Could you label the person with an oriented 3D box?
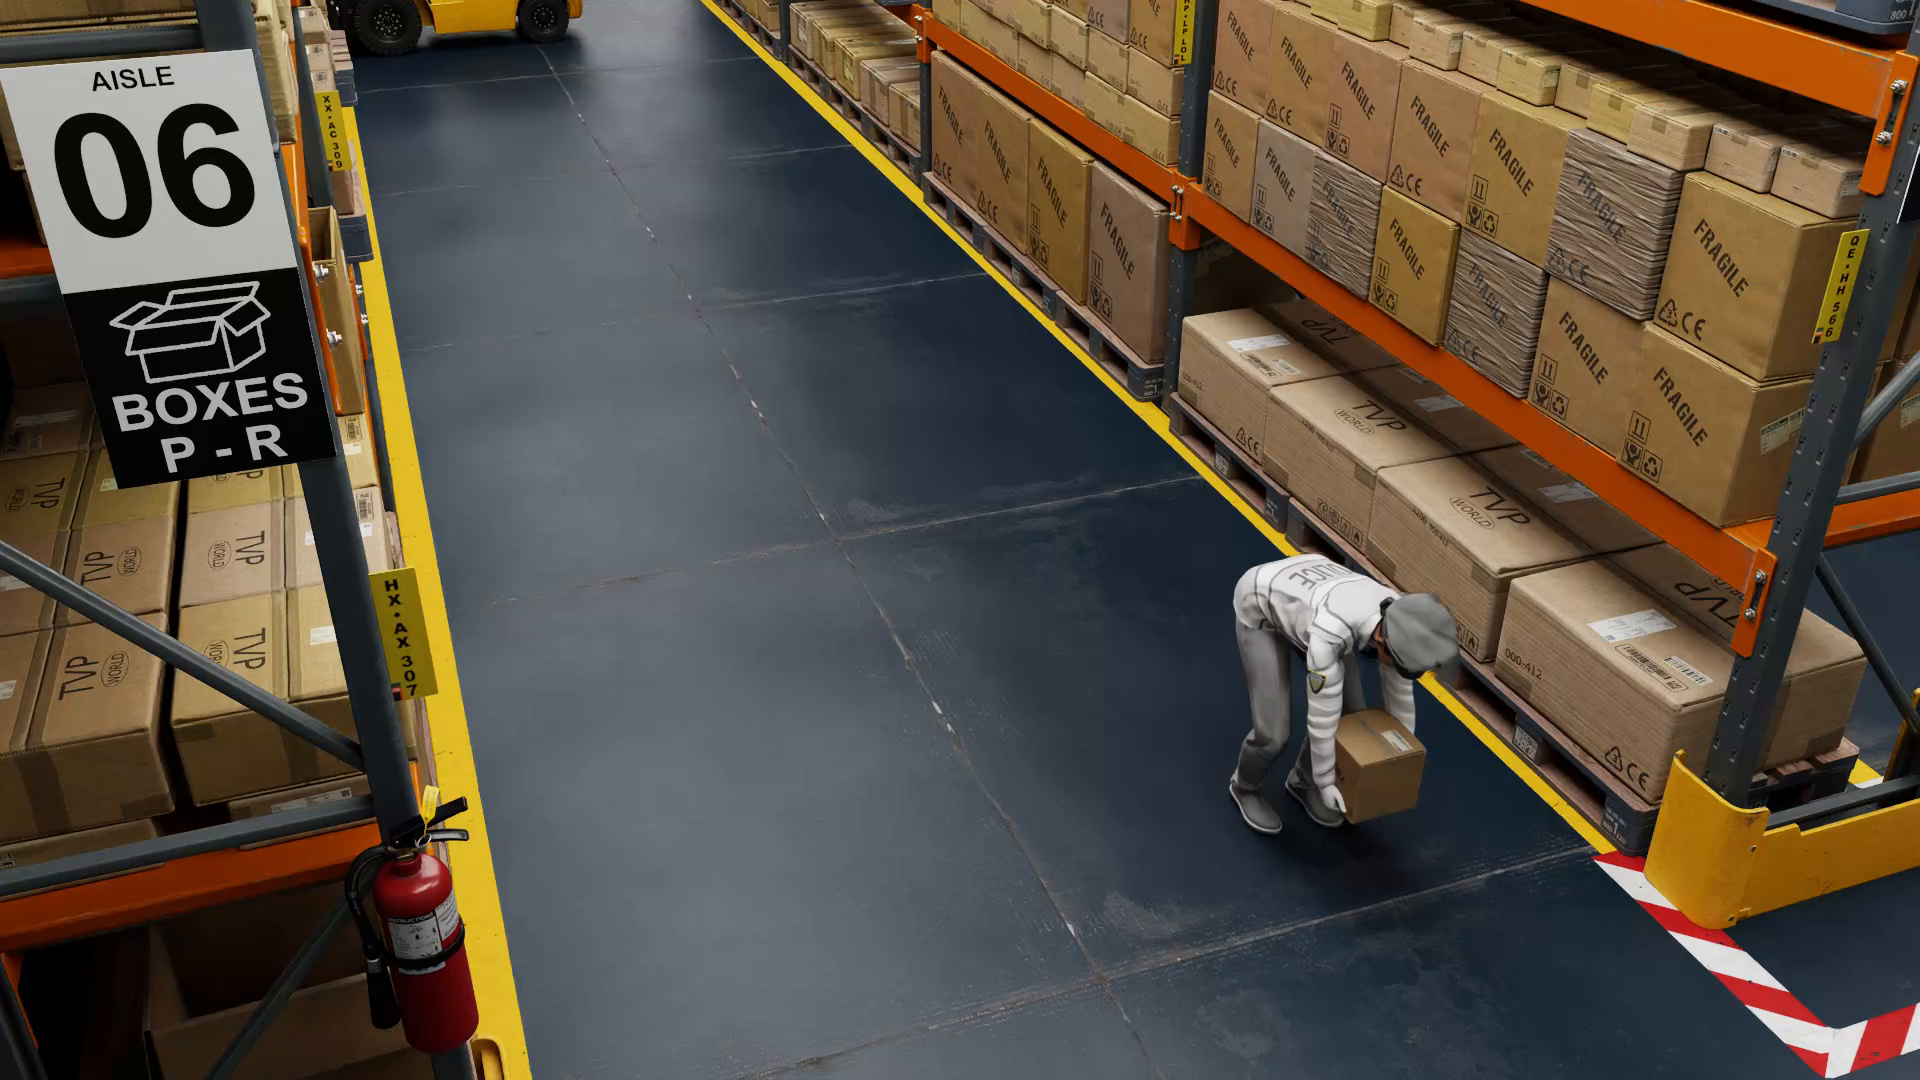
[{"bbox_3d":[1.260,0.431,5.620,0.418,1.435,0.794,-12,32,-20],"label":"person"}]
